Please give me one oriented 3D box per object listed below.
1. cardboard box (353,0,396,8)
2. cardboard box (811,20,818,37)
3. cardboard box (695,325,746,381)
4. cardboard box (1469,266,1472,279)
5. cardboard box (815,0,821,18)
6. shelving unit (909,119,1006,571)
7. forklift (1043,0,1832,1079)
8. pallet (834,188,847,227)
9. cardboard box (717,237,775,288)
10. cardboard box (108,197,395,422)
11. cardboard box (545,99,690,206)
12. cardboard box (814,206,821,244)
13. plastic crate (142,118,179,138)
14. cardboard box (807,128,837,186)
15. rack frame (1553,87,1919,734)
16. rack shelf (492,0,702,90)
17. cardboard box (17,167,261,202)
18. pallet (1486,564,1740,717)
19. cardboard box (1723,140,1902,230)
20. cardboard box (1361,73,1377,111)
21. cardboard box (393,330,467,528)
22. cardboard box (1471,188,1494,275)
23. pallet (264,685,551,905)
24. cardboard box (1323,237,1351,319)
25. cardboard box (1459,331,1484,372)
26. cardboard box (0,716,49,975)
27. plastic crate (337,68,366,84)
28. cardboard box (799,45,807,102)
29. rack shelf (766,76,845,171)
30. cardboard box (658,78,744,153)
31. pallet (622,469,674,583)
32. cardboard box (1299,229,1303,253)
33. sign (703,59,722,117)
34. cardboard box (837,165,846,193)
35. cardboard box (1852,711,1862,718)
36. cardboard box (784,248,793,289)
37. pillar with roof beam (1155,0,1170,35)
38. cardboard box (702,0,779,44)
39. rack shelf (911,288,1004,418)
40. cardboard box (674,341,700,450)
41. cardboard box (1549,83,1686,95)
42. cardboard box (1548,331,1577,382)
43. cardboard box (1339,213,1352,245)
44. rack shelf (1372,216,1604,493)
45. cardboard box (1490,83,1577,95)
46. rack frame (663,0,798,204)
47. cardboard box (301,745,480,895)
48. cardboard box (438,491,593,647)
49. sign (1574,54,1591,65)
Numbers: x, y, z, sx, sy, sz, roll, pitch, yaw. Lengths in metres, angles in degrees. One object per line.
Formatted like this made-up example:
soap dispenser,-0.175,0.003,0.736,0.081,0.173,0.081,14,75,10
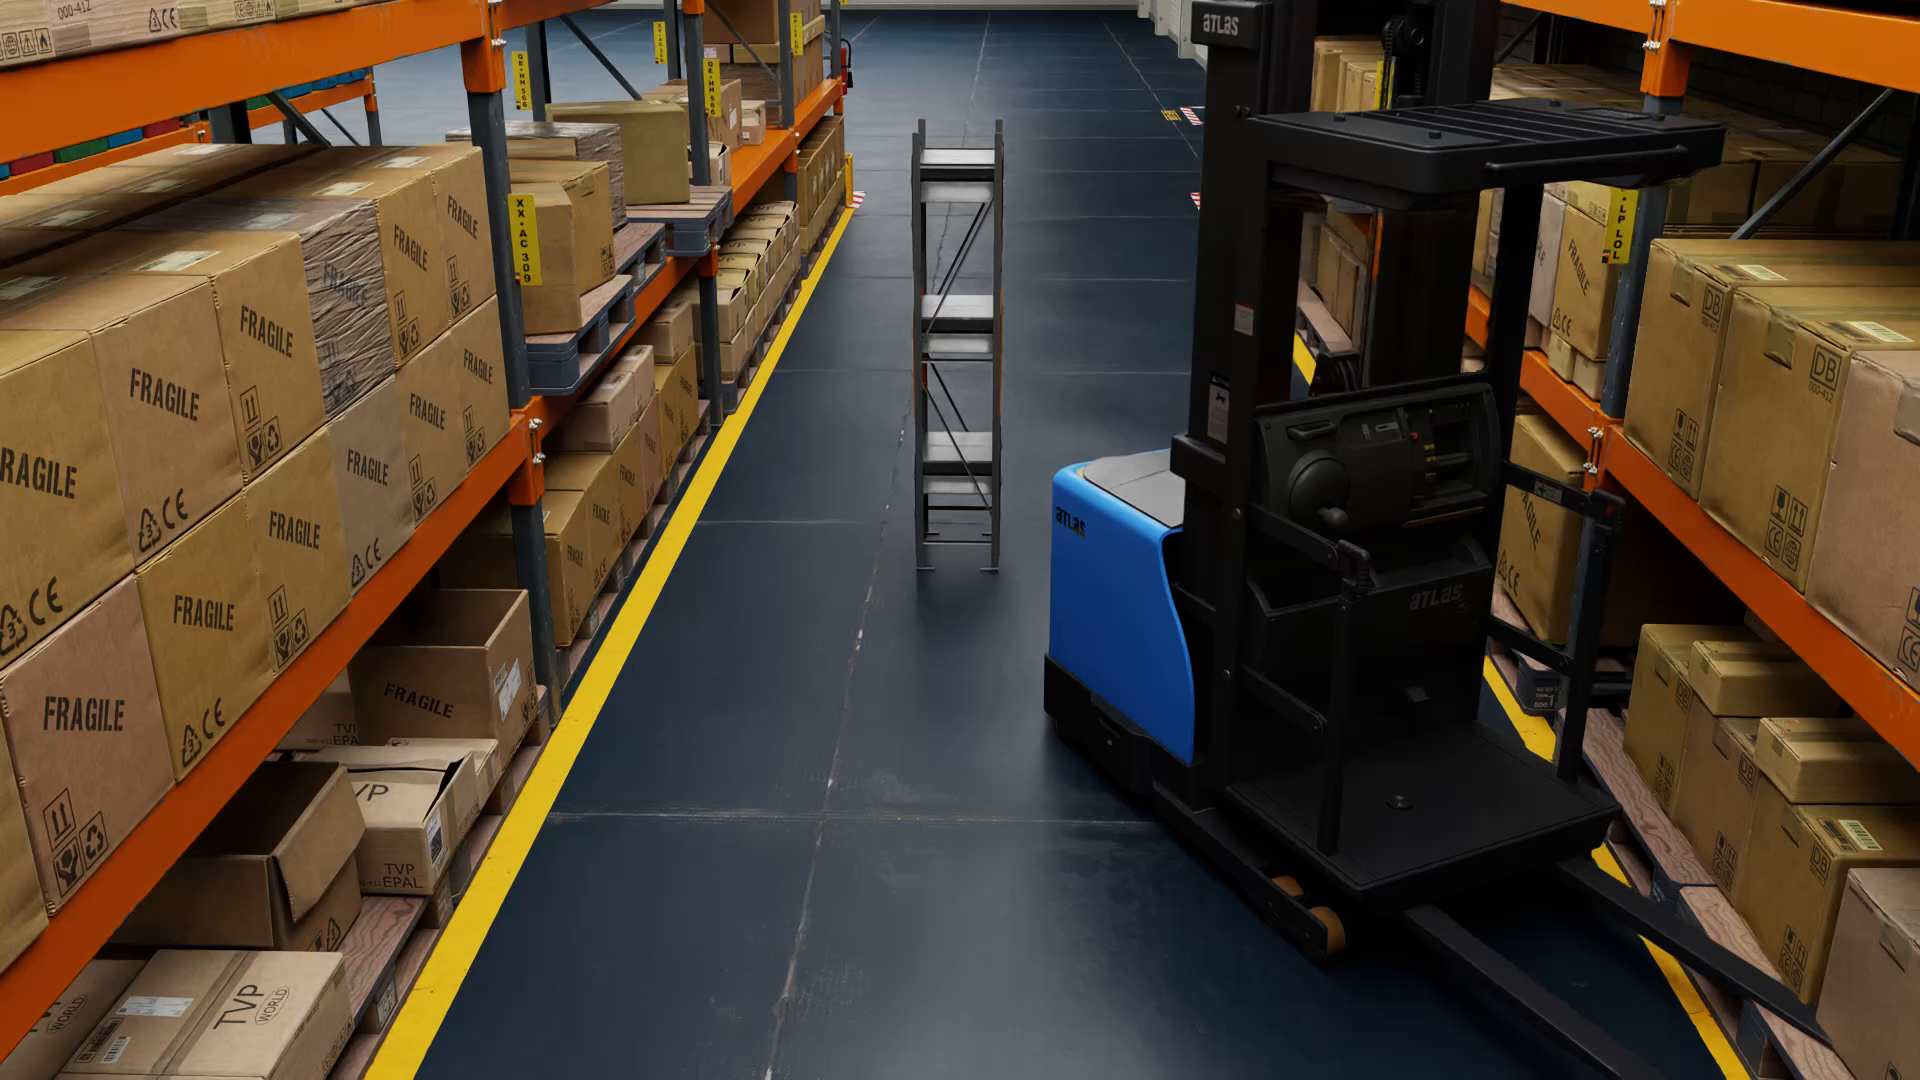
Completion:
cardboard box,-1.878,-1.642,4.674,0.500,0.250,0.500,1,21,2
cardboard box,-1.584,-4.942,16.084,0.380,0.149,0.250,1,21,2
cardboard box,-1.672,-1.219,10.744,0.500,0.250,0.500,1,21,1
cardboard box,2.717,-1.376,8.248,0.380,0.149,0.250,1,21,2
cardboard box,-1.767,-5.475,16.561,0.700,0.500,0.500,1,21,2
shelving unit,-0.005,-0.919,7.995,0.431,2.100,0.503,1,21,2
forklift,1.442,-0.244,5.105,1.130,2.935,3.031,-10,23,-25
pallet,-1.720,-3.434,17.088,1.003,0.211,1.213,1,21,2
cardboard box,-1.632,-2.041,12.087,0.500,0.311,0.500,0,21,1
cardboard box,-1.888,-0.632,4.491,0.500,0.500,0.500,1,21,2
cardboard box,-1.888,-2.132,9.159,0.700,0.500,0.500,-7,22,-16
cardboard box,-1.523,-2.824,14.881,0.500,0.250,0.500,1,21,2
plastic crate,-6.520,-3.472,13.243,0.402,0.464,0.583,1,21,2
cardboard box,-1.473,-3.716,16.143,0.500,0.500,0.500,1,21,2
rack frame,2.848,-0.619,5.978,1.000,3.000,0.127,1,21,2
rack shelf,-2.043,-2.459,7.567,1.077,0.370,4.000,1,21,2
cardboard box,-2.414,-0.831,5.005,0.500,0.500,0.500,0,21,0
pallet,2.796,0.401,7.204,1.003,0.211,1.213,1,21,2
cardboard box,3.122,-1.327,6.189,0.500,0.250,0.500,1,21,3
cardboard box,2.964,-2.690,10.568,0.700,0.500,0.500,-1,21,-3
cardboard box,-1.876,-0.349,5.144,0.500,0.500,0.500,1,21,3
cardboard box,2.650,-1.530,7.749,0.500,0.500,0.500,1,21,3
pallet,-2.125,0.876,5.980,1.003,0.211,1.213,1,21,2
cardboard box,3.064,-1.914,12.162,0.700,0.500,0.500,1,21,2
cardboard box,2.783,-0.678,8.521,0.750,0.750,0.750,1,21,1
cardboard box,-1.948,0.570,2.776,0.500,0.500,0.500,1,21,3
plastic crate,-6.406,-4.814,16.994,0.499,0.251,0.616,1,21,2
cardboard box,-1.810,-4.329,15.402,0.700,0.500,0.500,1,21,3
rack shelf,-1.799,-3.953,15.564,1.077,0.370,4.000,1,21,2
cardboard box,-1.916,-3.144,12.346,0.500,0.500,0.500,2,21,6
pallet,-2.082,-0.109,8.519,1.003,0.211,1.213,1,21,2
cardboard box,3.078,-2.590,14.366,0.380,0.166,0.250,-2,21,-5
sign,-1.439,-2.619,9.641,0.100,0.325,0.005,1,21,2
cardboard box,-1.459,-3.728,17.211,0.500,0.250,0.500,1,21,2
cardboard box,2.904,0.553,4.936,0.380,0.149,0.250,0,21,0
cardboard box,-1.600,-2.143,13.126,0.500,0.250,0.500,0,21,1
pillar with roof beam,0.483,-16.217,37.885,9.100,9.000,0.400,1,21,2
cardboard box,-1.853,-4.377,13.731,0.700,0.500,0.500,1,21,2
rack shelf,-0.005,-0.906,8.000,0.431,0.518,0.480,1,21,2
cardboard box,-1.776,-0.818,9.337,0.500,0.500,0.500,1,21,4
cardboard box,3.177,-2.070,8.104,0.500,0.250,0.500,0,21,0
cardboard box,2.559,-0.728,6.579,0.380,0.149,0.250,1,21,3
cardboard box,3.064,-2.287,12.088,0.500,0.250,0.500,0,21,0
rack shelf,2.909,-1.007,7.972,1.077,0.370,4.000,1,21,2
cardboard box,2.671,-2.073,8.112,0.500,0.250,0.500,1,21,2
rack frame,-1.860,-3.565,13.570,1.000,3.000,0.127,1,21,2
cardboard box,-1.860,0.856,5.284,0.500,0.311,0.500,1,21,2
cardboard box,-1.845,0.116,6.932,0.500,0.500,0.500,0,21,-1
sign,3.525,-2.600,9.484,0.100,0.325,0.005,1,21,2
